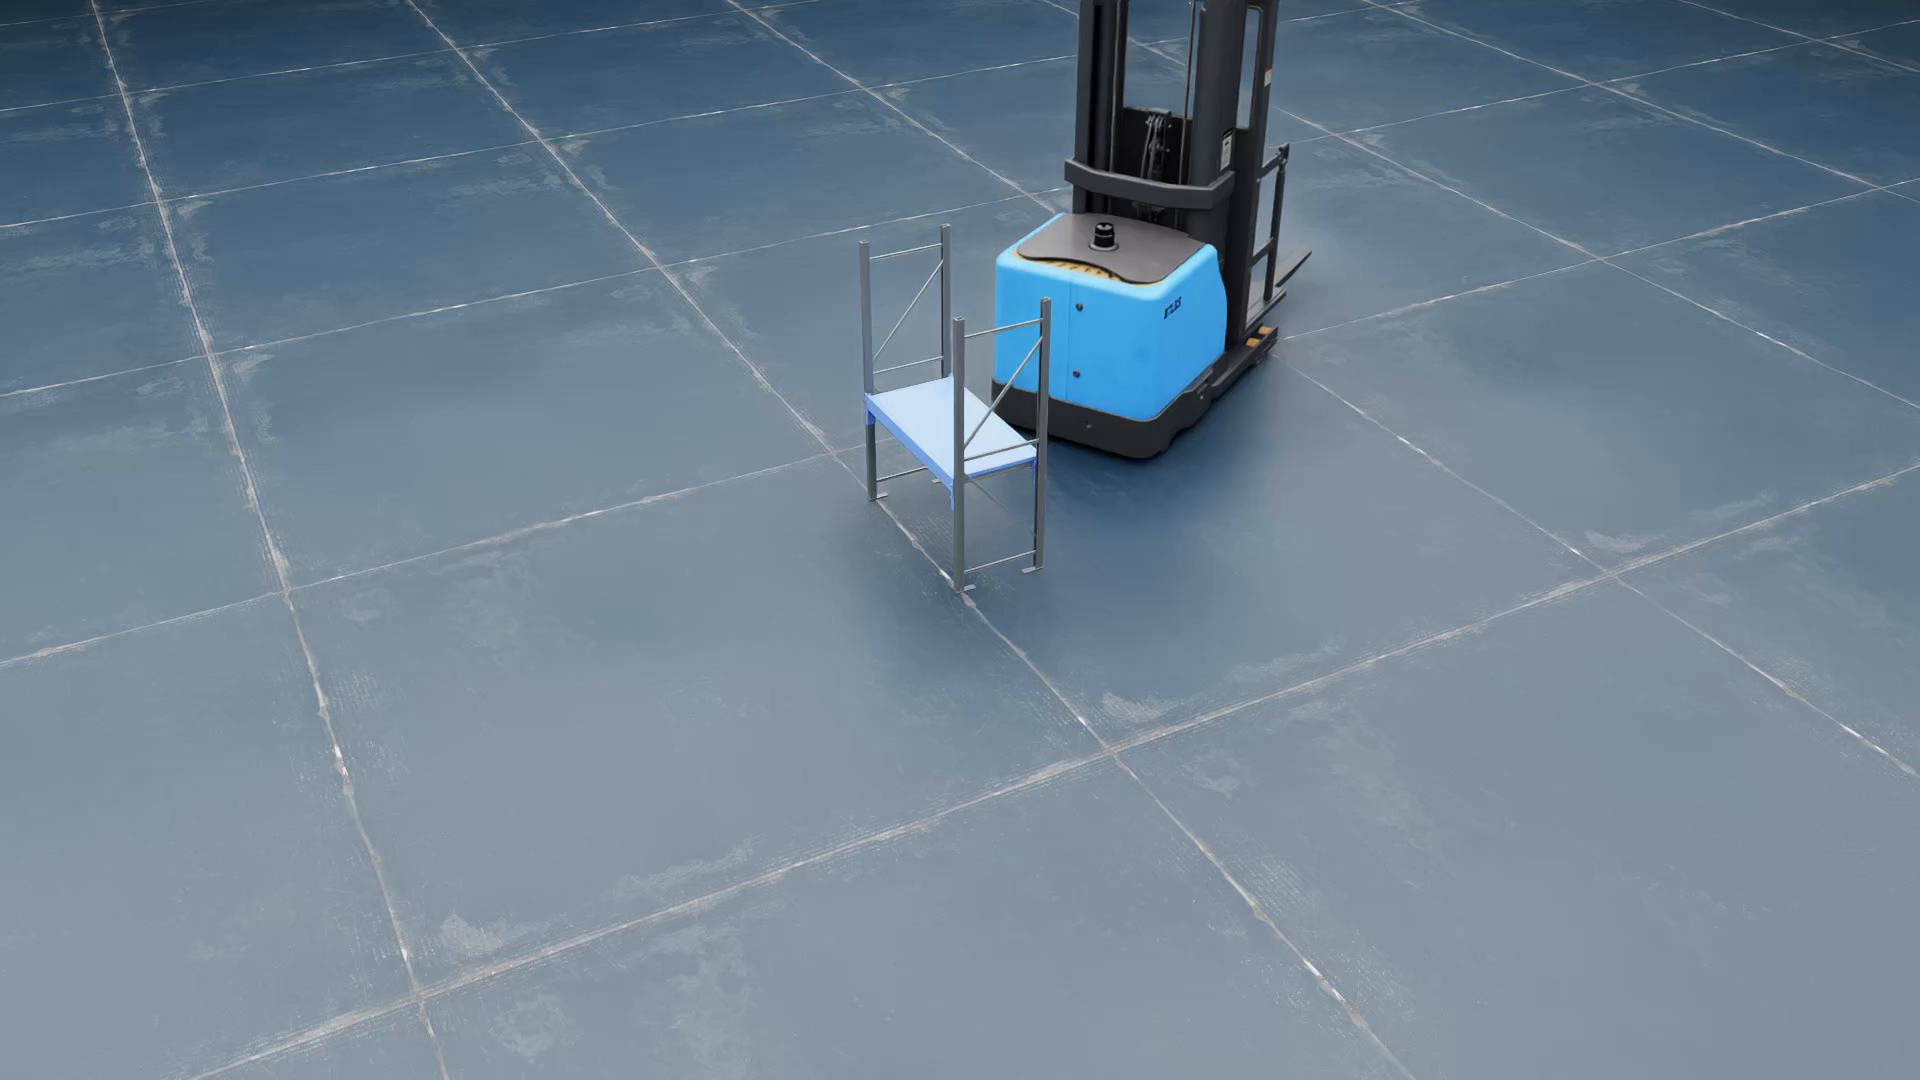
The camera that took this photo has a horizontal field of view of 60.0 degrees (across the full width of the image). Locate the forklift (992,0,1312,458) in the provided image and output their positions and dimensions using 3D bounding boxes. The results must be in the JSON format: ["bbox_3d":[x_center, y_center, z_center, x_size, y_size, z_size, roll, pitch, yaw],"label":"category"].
[{"bbox_3d":[1.372,-2.455,9.866,1.130,2.935,3.031,18,37,26],"label":"forklift"}]

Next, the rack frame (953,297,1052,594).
[{"bbox_3d":[0.197,-0.430,8.030,0.500,1.500,0.032,-16,36,-23],"label":"rack frame"}]

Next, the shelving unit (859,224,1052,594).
[{"bbox_3d":[-0.040,-0.672,8.409,0.538,1.500,1.048,-16,36,-23],"label":"shelving unit"}]

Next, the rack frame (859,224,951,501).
[{"bbox_3d":[-0.277,-0.915,8.788,0.500,1.500,0.032,-16,36,-23],"label":"rack frame"}]

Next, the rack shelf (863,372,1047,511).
[{"bbox_3d":[-0.040,-0.521,8.506,0.538,0.185,1.000,-16,36,-23],"label":"rack shelf"}]
